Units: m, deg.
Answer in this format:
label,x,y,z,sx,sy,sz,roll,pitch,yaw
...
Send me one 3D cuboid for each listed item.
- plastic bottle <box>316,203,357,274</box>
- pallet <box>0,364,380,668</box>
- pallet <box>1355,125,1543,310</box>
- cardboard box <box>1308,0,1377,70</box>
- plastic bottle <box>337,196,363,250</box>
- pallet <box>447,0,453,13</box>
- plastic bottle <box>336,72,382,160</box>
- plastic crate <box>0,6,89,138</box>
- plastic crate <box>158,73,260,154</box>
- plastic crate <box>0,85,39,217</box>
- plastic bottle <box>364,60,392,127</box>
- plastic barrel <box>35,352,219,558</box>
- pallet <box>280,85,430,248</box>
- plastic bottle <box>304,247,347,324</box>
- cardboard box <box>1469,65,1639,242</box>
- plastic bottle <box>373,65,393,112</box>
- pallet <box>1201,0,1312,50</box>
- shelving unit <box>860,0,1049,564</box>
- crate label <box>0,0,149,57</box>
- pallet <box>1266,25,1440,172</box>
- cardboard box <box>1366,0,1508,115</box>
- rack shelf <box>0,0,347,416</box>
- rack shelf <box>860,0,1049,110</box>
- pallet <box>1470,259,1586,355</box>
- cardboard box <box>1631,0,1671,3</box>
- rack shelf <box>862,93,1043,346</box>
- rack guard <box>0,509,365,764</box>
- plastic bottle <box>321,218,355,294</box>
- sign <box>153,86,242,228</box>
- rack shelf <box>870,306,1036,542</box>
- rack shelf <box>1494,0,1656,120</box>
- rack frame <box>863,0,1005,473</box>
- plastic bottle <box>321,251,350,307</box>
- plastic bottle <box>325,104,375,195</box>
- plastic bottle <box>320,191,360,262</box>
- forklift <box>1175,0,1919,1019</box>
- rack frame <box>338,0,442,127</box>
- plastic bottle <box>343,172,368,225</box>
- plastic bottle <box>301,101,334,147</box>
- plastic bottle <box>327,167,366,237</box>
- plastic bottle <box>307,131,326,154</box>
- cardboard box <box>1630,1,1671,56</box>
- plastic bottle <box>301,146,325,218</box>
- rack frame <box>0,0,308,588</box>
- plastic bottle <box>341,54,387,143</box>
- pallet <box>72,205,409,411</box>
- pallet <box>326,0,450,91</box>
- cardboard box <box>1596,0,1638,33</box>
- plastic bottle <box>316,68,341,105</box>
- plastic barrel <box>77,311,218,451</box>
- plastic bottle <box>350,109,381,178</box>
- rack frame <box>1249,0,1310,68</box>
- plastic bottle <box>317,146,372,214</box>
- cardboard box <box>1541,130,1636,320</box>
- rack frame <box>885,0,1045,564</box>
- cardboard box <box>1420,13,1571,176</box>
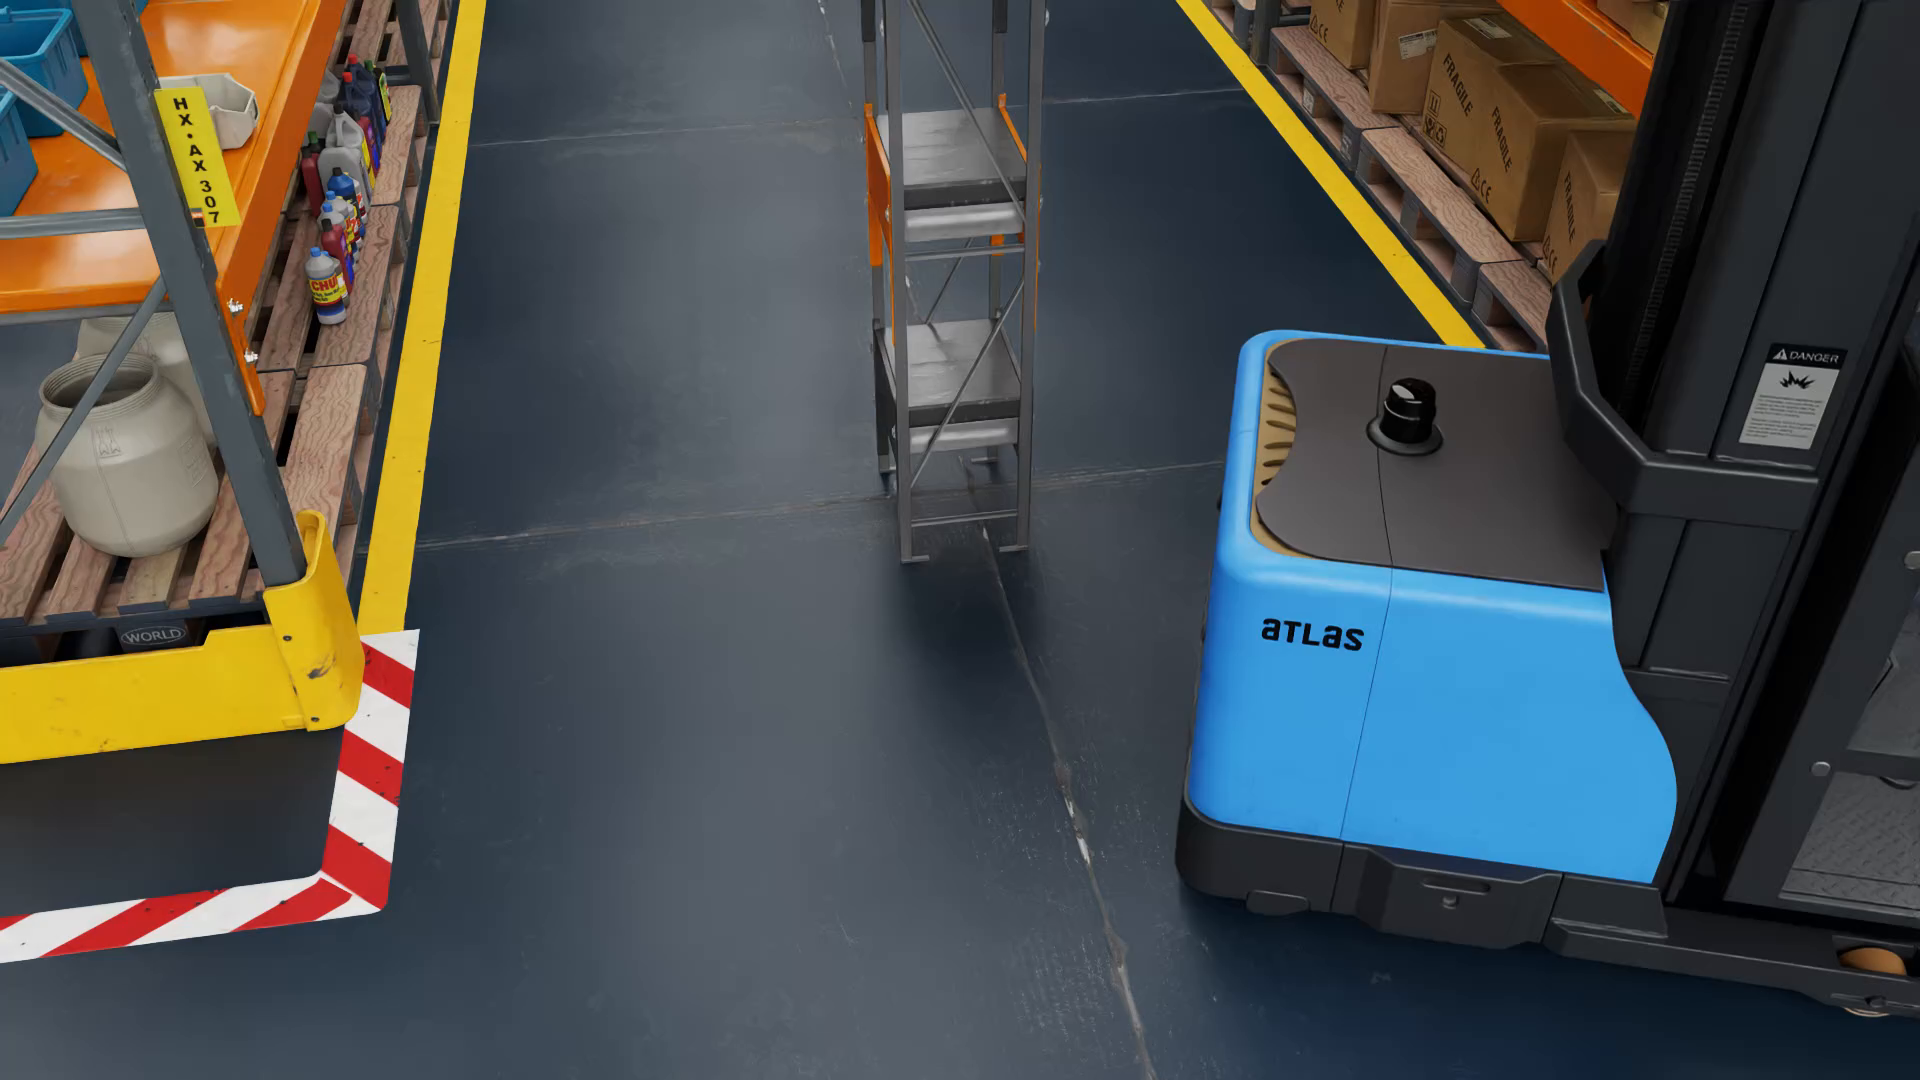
label,x,y,z,sx,sy,sz,roll,pitch,yaw
plastic bottle,-2.289,-1.104,6.092,0.097,0.271,0.097,0,38,0
pallet,-2.414,-0.103,5.211,1.003,0.211,1.213,-6,38,-8
pallet,2.327,-1.380,6.854,1.003,0.211,1.213,-6,38,-8
cardboard box,1.988,-2.554,7.788,0.500,0.500,0.500,-7,38,-9
plastic bottle,-2.323,-1.197,6.268,0.097,0.201,0.097,0,38,0
pallet,-3.312,-3.196,9.192,1.003,0.211,1.213,-6,38,-8
plastic bottle,-2.488,-1.742,6.848,0.144,0.351,0.185,-8,39,-10
plastic crate,-2.708,-1.277,4.570,0.499,0.251,0.408,-6,38,-8
plastic crate,-2.057,-1.144,4.492,0.298,0.136,0.250,-6,38,-8
plastic crate,-2.600,-0.884,4.064,0.499,0.251,0.616,-6,38,-8
plastic bottle,-2.510,-1.934,7.151,0.061,0.283,0.133,-4,38,-6
plastic barrel,-2.408,-0.245,4.806,0.421,0.512,0.421,0,38,0
pallet,-2.842,-1.577,7.108,1.003,0.211,1.213,-6,38,-8
plastic bottle,-2.228,-0.897,5.825,0.097,0.271,0.097,0,38,0
cardboard box,2.336,-1.500,6.432,0.500,0.500,0.500,-3,38,-4
plastic bottle,-2.548,-1.972,7.265,0.097,0.201,0.097,0,38,0
pallet,1.820,-2.990,8.927,1.003,0.211,1.213,-6,38,-8
shelving unit,-0.029,-0.929,4.735,0.431,2.100,0.503,-6,38,-8
crate label,-2.806,-1.769,5.053,0.502,0.435,0.616,-6,38,-8
pallet,2.110,-2.118,7.804,1.003,0.211,1.213,-6,38,-8
cardboard box,2.096,-2.209,7.344,0.500,0.500,0.500,5,38,7
rack shelf,-2.568,-1.596,5.446,1.077,0.370,4.000,-6,38,-8
rack shelf,-0.029,-1.471,4.313,0.431,0.518,0.480,-6,38,-8
pallet,2.538,-0.644,5.907,1.003,0.211,1.213,-6,38,-8
cardboard box,2.384,-1.986,5.038,0.875,0.500,0.500,-6,38,-8
rack shelf,-0.029,-0.918,4.743,0.431,0.518,0.480,-6,38,-8
rack guard,-2.277,0.274,4.490,1.175,0.500,0.348,-6,38,-8
plastic bottle,-2.250,-1.041,6.000,0.061,0.283,0.133,-6,38,-7
sign,-1.675,-0.838,3.659,0.100,0.325,0.005,-6,38,-8
rack shelf,-0.029,-0.366,5.172,0.431,0.518,0.480,-6,38,-8
rack shelf,2.308,-2.129,6.132,1.077,0.370,4.000,-6,38,-8
rack frame,-0.072,-1.077,4.924,0.400,2.100,0.015,-6,38,-8
plastic bottle,-2.247,-0.932,5.927,0.097,0.201,0.097,0,38,0
plastic bottle,-2.432,-1.547,6.597,0.144,0.351,0.185,-6,38,-8
plastic bottle,-2.306,-1.165,6.170,0.097,0.271,0.097,0,38,0
forklift,2.099,-0.392,3.366,3.031,2.935,1.130,7,38,9
rack frame,-2.919,-3.089,6.781,1.000,3.000,0.127,-6,38,-8
plastic bottle,-2.359,-1.321,6.428,0.097,0.201,0.097,0,38,0
plastic bottle,-2.630,-1.682,6.831,0.152,0.276,0.135,-6,38,-8
plastic bottle,-2.342,-1.287,6.327,0.097,0.271,0.097,0,38,0
plastic bottle,-2.528,-1.494,6.584,0.061,0.283,0.133,-6,38,-8
cardboard box,2.268,-1.553,5.008,0.380,0.149,0.250,-6,38,-8
plastic bottle,-2.512,-1.410,6.476,0.061,0.283,0.133,-6,38,-8
rack frame,-2.217,-0.673,3.671,1.000,3.000,0.127,-6,38,-8
plastic bottle,-2.522,-1.858,6.997,0.144,0.351,0.185,-7,38,-9
pallet,-2.625,-0.839,6.158,1.003,0.211,1.213,-6,38,-8
pallet,-3.095,-2.457,8.241,1.003,0.211,1.213,-6,38,-8
cardboard box,2.239,-1.705,5.205,0.380,0.149,0.250,-6,38,-8
plastic bottle,-2.664,-1.843,6.977,0.144,0.351,0.185,-6,38,-8
plastic barrel,-2.496,-0.548,5.196,0.421,0.512,0.421,0,38,0
plastic bottle,-2.419,-1.622,6.748,0.061,0.283,0.133,-4,38,-5
rack frame,1.958,-3.621,7.466,1.000,3.000,0.127,-6,38,-8
plastic bottle,-2.407,-1.419,6.493,0.152,0.276,0.135,-6,38,-7
cardboard box,2.427,-1.120,5.942,0.500,0.500,0.500,3,38,4
rack frame,0.014,-0.782,4.545,0.400,2.100,0.015,-6,38,-8
cardboard box,2.282,-1.842,6.872,0.500,0.500,0.500,-9,39,-12
